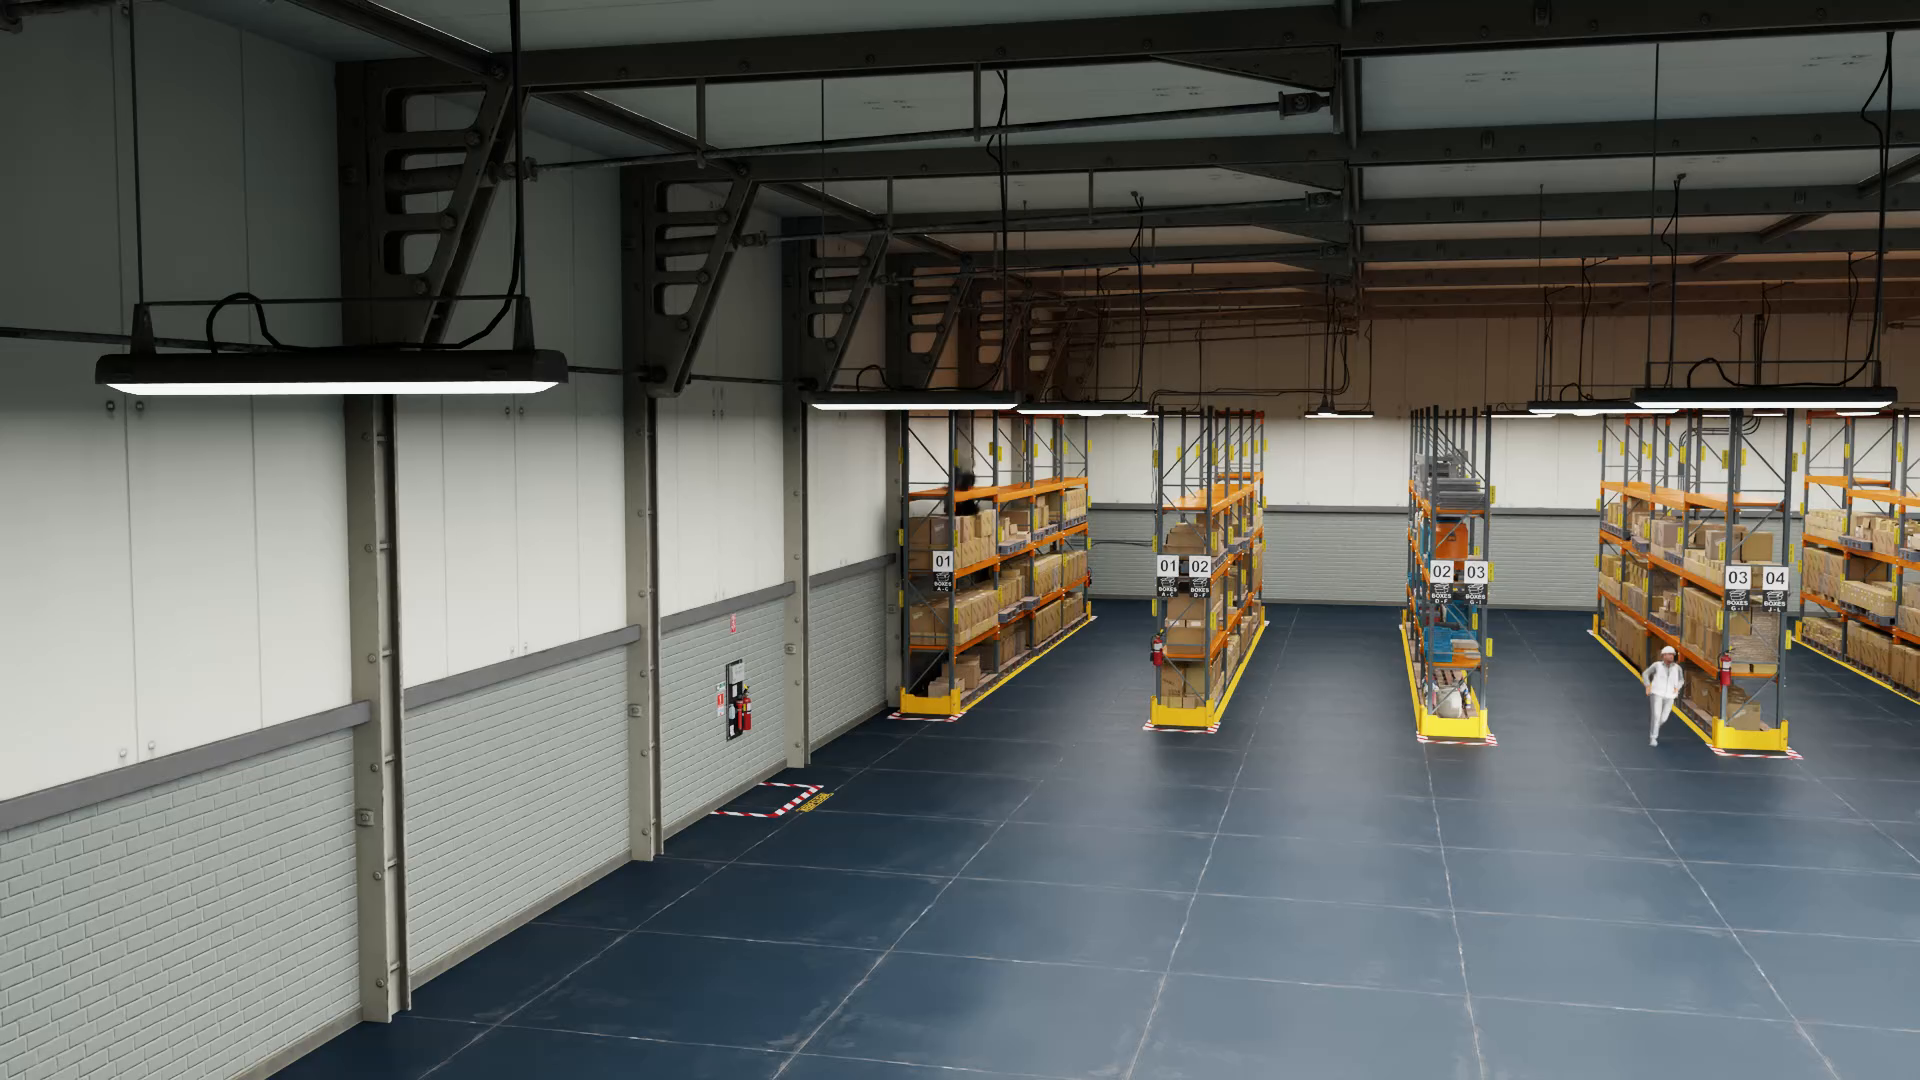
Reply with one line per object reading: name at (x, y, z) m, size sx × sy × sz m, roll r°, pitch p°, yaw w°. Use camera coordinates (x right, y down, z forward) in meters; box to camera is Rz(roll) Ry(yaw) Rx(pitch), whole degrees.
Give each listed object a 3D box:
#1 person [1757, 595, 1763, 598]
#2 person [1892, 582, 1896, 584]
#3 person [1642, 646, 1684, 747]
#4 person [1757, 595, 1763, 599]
person at (20.731, 1.764, 43.866) m, size 0.770 × 1.605 × 1.079 m, roll 4°, pitch 6°, yaw 43°
person at (23.956, 1.849, 42.795) m, size 0.617 × 1.593 × 0.606 m, roll 0°, pitch 4°, yaw -1°
person at (12.493, 2.753, 29.545) m, size 0.697 × 1.750 × 0.793 m, roll 1°, pitch 4°, yaw 9°
person at (21.429, 1.689, 44.194) m, size 0.565 × 1.718 × 0.731 m, roll -1°, pitch 4°, yaw -17°
